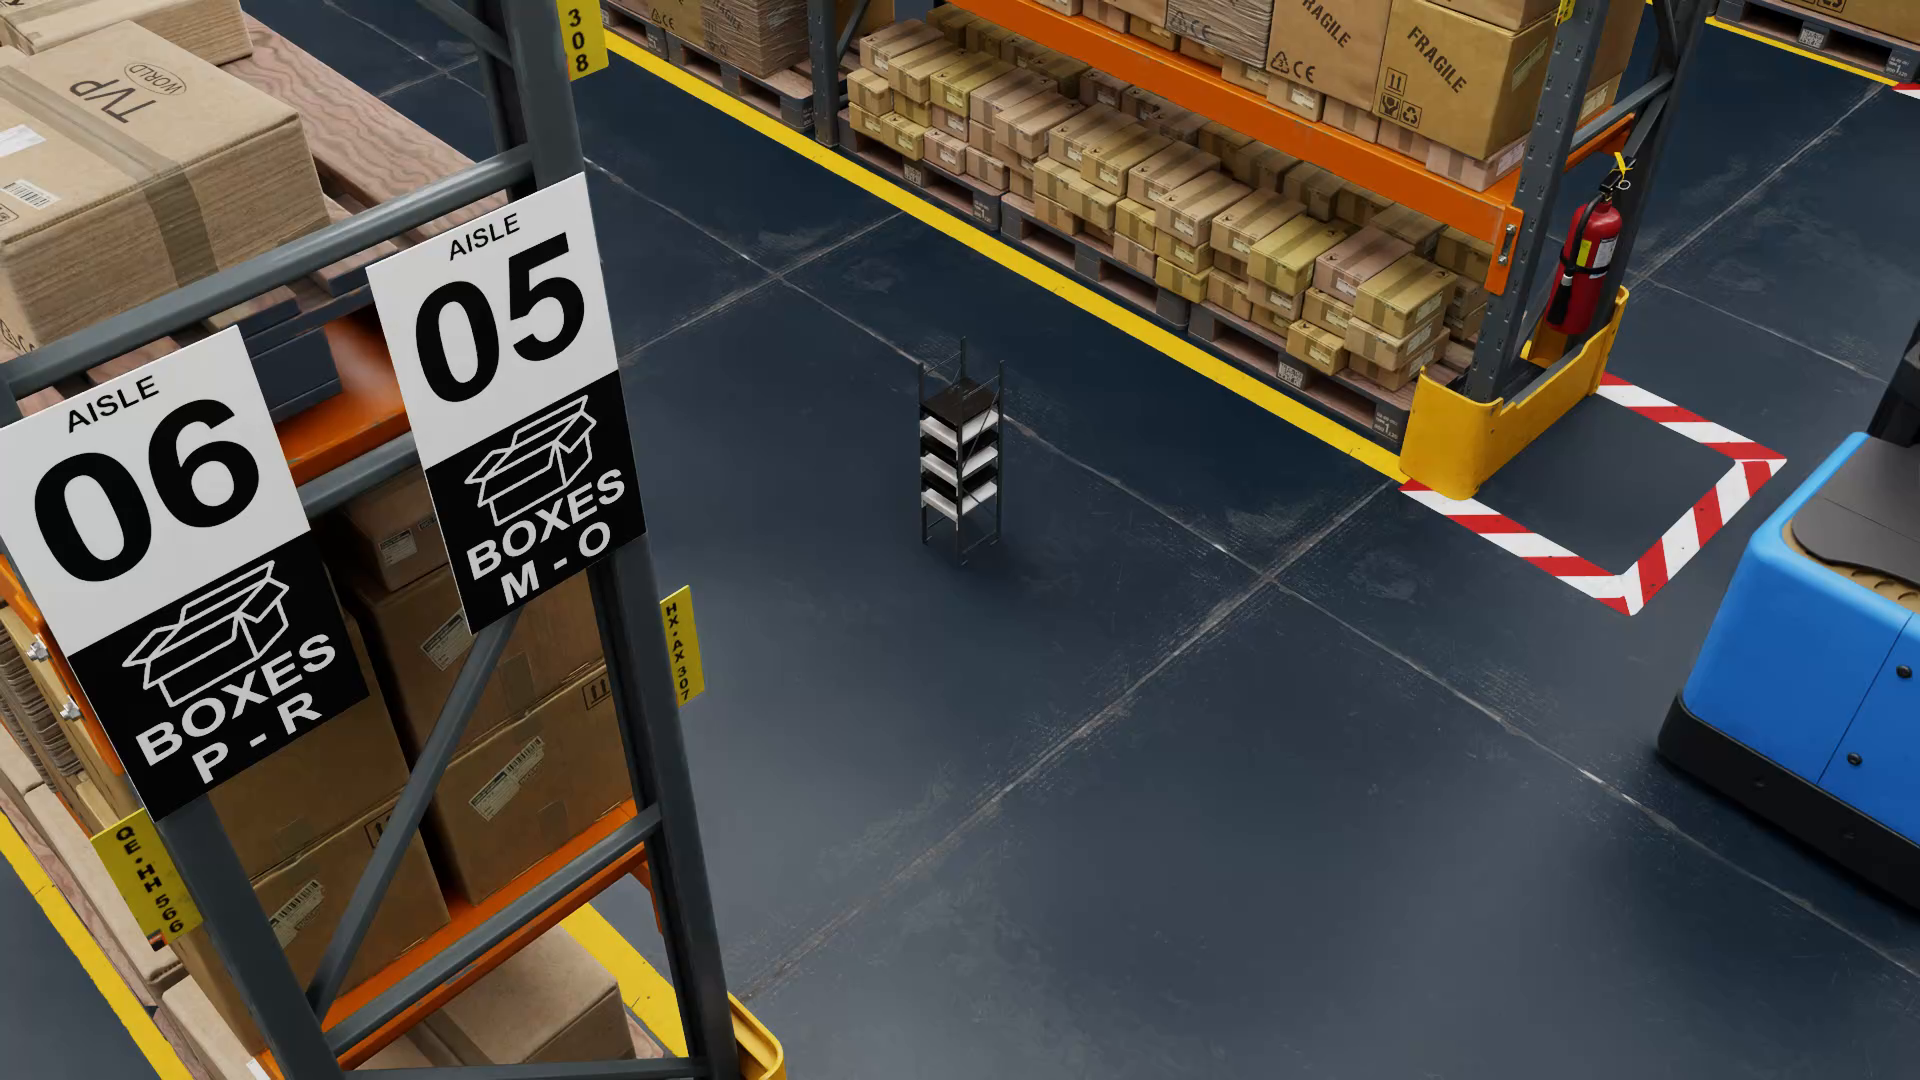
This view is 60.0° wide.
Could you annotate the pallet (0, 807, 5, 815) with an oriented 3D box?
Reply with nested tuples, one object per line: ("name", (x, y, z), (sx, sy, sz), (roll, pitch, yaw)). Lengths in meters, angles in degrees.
("pallet", (-3.347, 0.353, 6.212), (1.003, 0.211, 1.213), (-34, 53, -31))

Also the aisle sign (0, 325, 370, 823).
("aisle sign", (-1.173, 0.077, 2.541), (0.394, 0.787, 0.004), (-34, 53, -31))

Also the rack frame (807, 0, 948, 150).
("rack frame", (-0.395, -3.495, 8.322), (1.000, 3.000, 0.127), (-34, 53, -31))

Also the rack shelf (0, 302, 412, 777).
("rack shelf", (-2.416, -0.950, 3.888), (1.077, 0.370, 4.000), (-34, 53, -31))

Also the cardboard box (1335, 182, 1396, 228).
("cardboard box", (1.933, -1.570, 7.592), (0.250, 0.149, 0.380), (34, 53, 31))

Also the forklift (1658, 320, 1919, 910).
("forklift", (3.862, -0.762, 5.415), (3.031, 2.935, 1.130), (-34, 52, -31))

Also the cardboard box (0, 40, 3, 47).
("cardboard box", (-2.026, -1.155, 3.262), (0.500, 0.311, 0.500), (-33, 52, -31))

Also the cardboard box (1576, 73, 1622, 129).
("cardboard box", (2.433, -1.793, 6.665), (0.250, 0.149, 0.380), (34, 52, 31))

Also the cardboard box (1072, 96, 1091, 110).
("cardboard box", (0.755, -2.187, 8.479), (0.380, 0.149, 0.250), (-33, 52, -30))

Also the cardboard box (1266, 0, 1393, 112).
("cardboard box", (1.570, -2.061, 6.477), (0.500, 0.500, 0.500), (33, 52, 31))

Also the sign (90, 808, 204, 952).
("sign", (-1.398, 0.590, 2.874), (0.100, 0.325, 0.005), (-34, 53, -31))

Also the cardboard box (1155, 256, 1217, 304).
("cardboard box", (1.123, -1.281, 7.717), (0.250, 0.149, 0.380), (32, 51, 30))

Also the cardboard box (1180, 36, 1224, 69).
("cardboard box", (1.152, -2.163, 7.065), (0.250, 0.149, 0.380), (32, 51, 30))

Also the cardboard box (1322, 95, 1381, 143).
("cardboard box", (1.662, -1.752, 6.621), (0.250, 0.149, 0.380), (34, 52, 31))

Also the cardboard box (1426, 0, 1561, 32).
("cardboard box", (1.930, -2.186, 5.876), (0.500, 0.500, 0.500), (33, 52, 31))

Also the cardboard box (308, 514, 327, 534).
("cardboard box", (-1.294, -0.189, 3.456), (0.380, 0.149, 0.250), (-33, 52, -30))

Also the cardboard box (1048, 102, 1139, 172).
("cardboard box", (0.640, -1.930, 7.981), (0.250, 0.149, 0.380), (32, 51, 30))

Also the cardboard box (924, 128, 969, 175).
("cardboard box", (0.035, -2.050, 8.550), (0.250, 0.149, 0.380), (34, 52, 31))

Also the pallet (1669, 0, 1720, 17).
("pallet", (4.535, -3.810, 10.718), (1.003, 0.211, 1.213), (-34, 53, -31))

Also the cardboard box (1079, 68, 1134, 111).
("cardboard box", (0.814, -2.306, 8.388), (0.250, 0.149, 0.380), (32, 51, 30))

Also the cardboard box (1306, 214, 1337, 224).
("cardboard box", (1.748, -1.573, 7.814), (0.380, 0.149, 0.250), (-32, 52, -30))

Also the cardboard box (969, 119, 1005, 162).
("cardboard box", (0.262, -2.074, 8.356), (0.250, 0.149, 0.380), (32, 51, 30))

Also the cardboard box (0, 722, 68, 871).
("cardboard box", (-2.829, 0.496, 5.581), (0.875, 0.438, 0.875), (33, 52, 30))

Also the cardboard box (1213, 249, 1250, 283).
("cardboard box", (1.369, -1.333, 7.555), (0.250, 0.149, 0.380), (34, 52, 31))

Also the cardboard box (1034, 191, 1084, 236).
("cardboard box", (0.579, -1.669, 8.137), (0.250, 0.149, 0.380), (33, 52, 30))

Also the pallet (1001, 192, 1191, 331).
("pallet", (0.970, -1.578, 8.303), (1.003, 0.211, 1.213), (-34, 53, -31))

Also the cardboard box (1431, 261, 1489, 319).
("cardboard box", (2.241, -1.164, 7.371), (0.380, 0.149, 0.250), (-32, 51, -30))

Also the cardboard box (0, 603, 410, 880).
("cardboard box", (-1.513, 0.327, 3.376), (0.500, 0.500, 0.500), (-32, 52, -30))

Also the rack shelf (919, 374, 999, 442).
("rack shelf", (0.006, -0.500, 6.280), (0.258, 0.077, 0.200), (-34, 53, -31))

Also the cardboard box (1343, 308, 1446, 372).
("cardboard box", (1.855, -0.906, 7.092), (0.250, 0.149, 0.380), (33, 52, 30))

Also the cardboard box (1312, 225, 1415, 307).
("cardboard box", (1.739, -1.179, 7.169), (0.380, 0.149, 0.250), (-33, 52, -31))

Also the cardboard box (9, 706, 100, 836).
("cardboard box", (-1.876, 0.458, 3.970), (0.500, 0.500, 0.500), (33, 52, 31))

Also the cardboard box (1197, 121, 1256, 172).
("cardboard box", (1.357, -1.936, 7.988), (0.380, 0.149, 0.250), (-33, 52, -31))

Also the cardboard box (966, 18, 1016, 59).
("cardboard box", (0.249, -2.670, 8.782), (0.380, 0.149, 0.250), (-33, 52, -31))

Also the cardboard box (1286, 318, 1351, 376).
("cardboard box", (1.657, -0.908, 7.313), (0.380, 0.149, 0.250), (-32, 52, -30))

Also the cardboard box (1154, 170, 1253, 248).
("cardboard box", (1.099, -1.500, 7.516), (0.380, 0.149, 0.250), (-32, 52, -30))

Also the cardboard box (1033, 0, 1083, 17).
("cardboard box", (0.537, -2.500, 7.430), (0.380, 0.149, 0.250), (-32, 51, -30))

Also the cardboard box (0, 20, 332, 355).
("cardboard box", (-1.385, -0.562, 2.665), (0.500, 0.250, 0.500), (29, 50, 28))

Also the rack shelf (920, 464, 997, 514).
("rack shelf", (0.006, -0.236, 6.524), (0.258, 0.077, 0.200), (-34, 53, -31))

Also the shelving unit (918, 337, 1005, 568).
("shelving unit", (0.006, -0.327, 6.440), (0.258, 0.900, 0.210), (-34, 53, -31))

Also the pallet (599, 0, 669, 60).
("pallet", (-1.812, -3.430, 10.307), (1.003, 0.211, 1.213), (-34, 53, -31))

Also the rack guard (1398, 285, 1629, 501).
("rack guard", (2.376, -0.691, 7.129), (1.175, 0.500, 0.348), (-34, 53, -31))

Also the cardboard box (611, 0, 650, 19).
("cardboard box", (-1.818, -3.461, 9.818), (0.500, 0.500, 0.500), (33, 52, 31))

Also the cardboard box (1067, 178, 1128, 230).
("cardboard box", (0.730, -1.648, 7.896), (0.380, 0.149, 0.250), (-34, 52, -31))

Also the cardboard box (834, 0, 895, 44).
("cardboard box", (-0.729, -3.213, 9.549), (0.500, 0.500, 0.500), (-32, 51, -30))

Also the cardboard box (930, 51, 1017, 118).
("cardboard box", (0.067, -2.297, 8.378), (0.250, 0.149, 0.380), (33, 52, 31))

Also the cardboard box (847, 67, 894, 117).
("cardboard box", (-0.366, -2.384, 8.691), (0.380, 0.149, 0.250), (-32, 51, -30))
